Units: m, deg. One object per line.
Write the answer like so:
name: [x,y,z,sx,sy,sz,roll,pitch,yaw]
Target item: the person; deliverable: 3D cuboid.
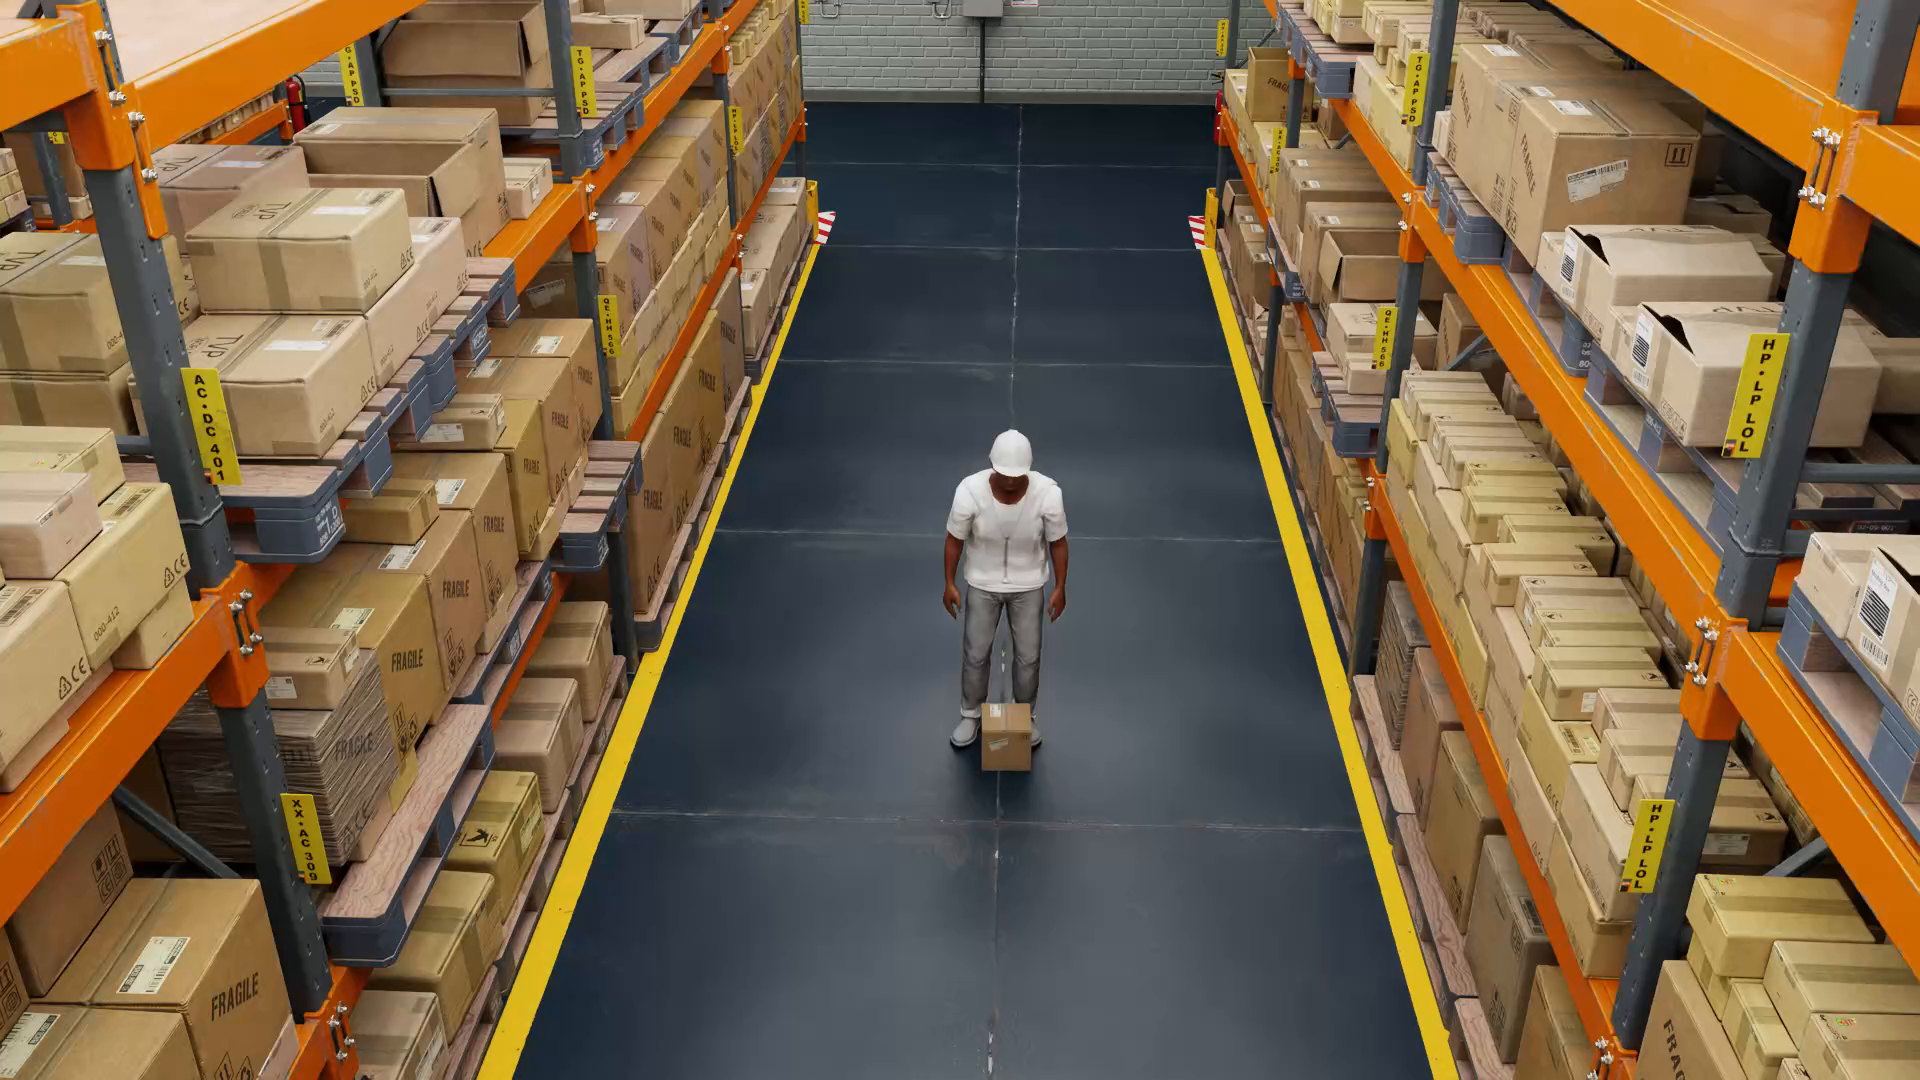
person: [0.227,0.239,8.386,0.627,1.757,0.460,1,28,2]
